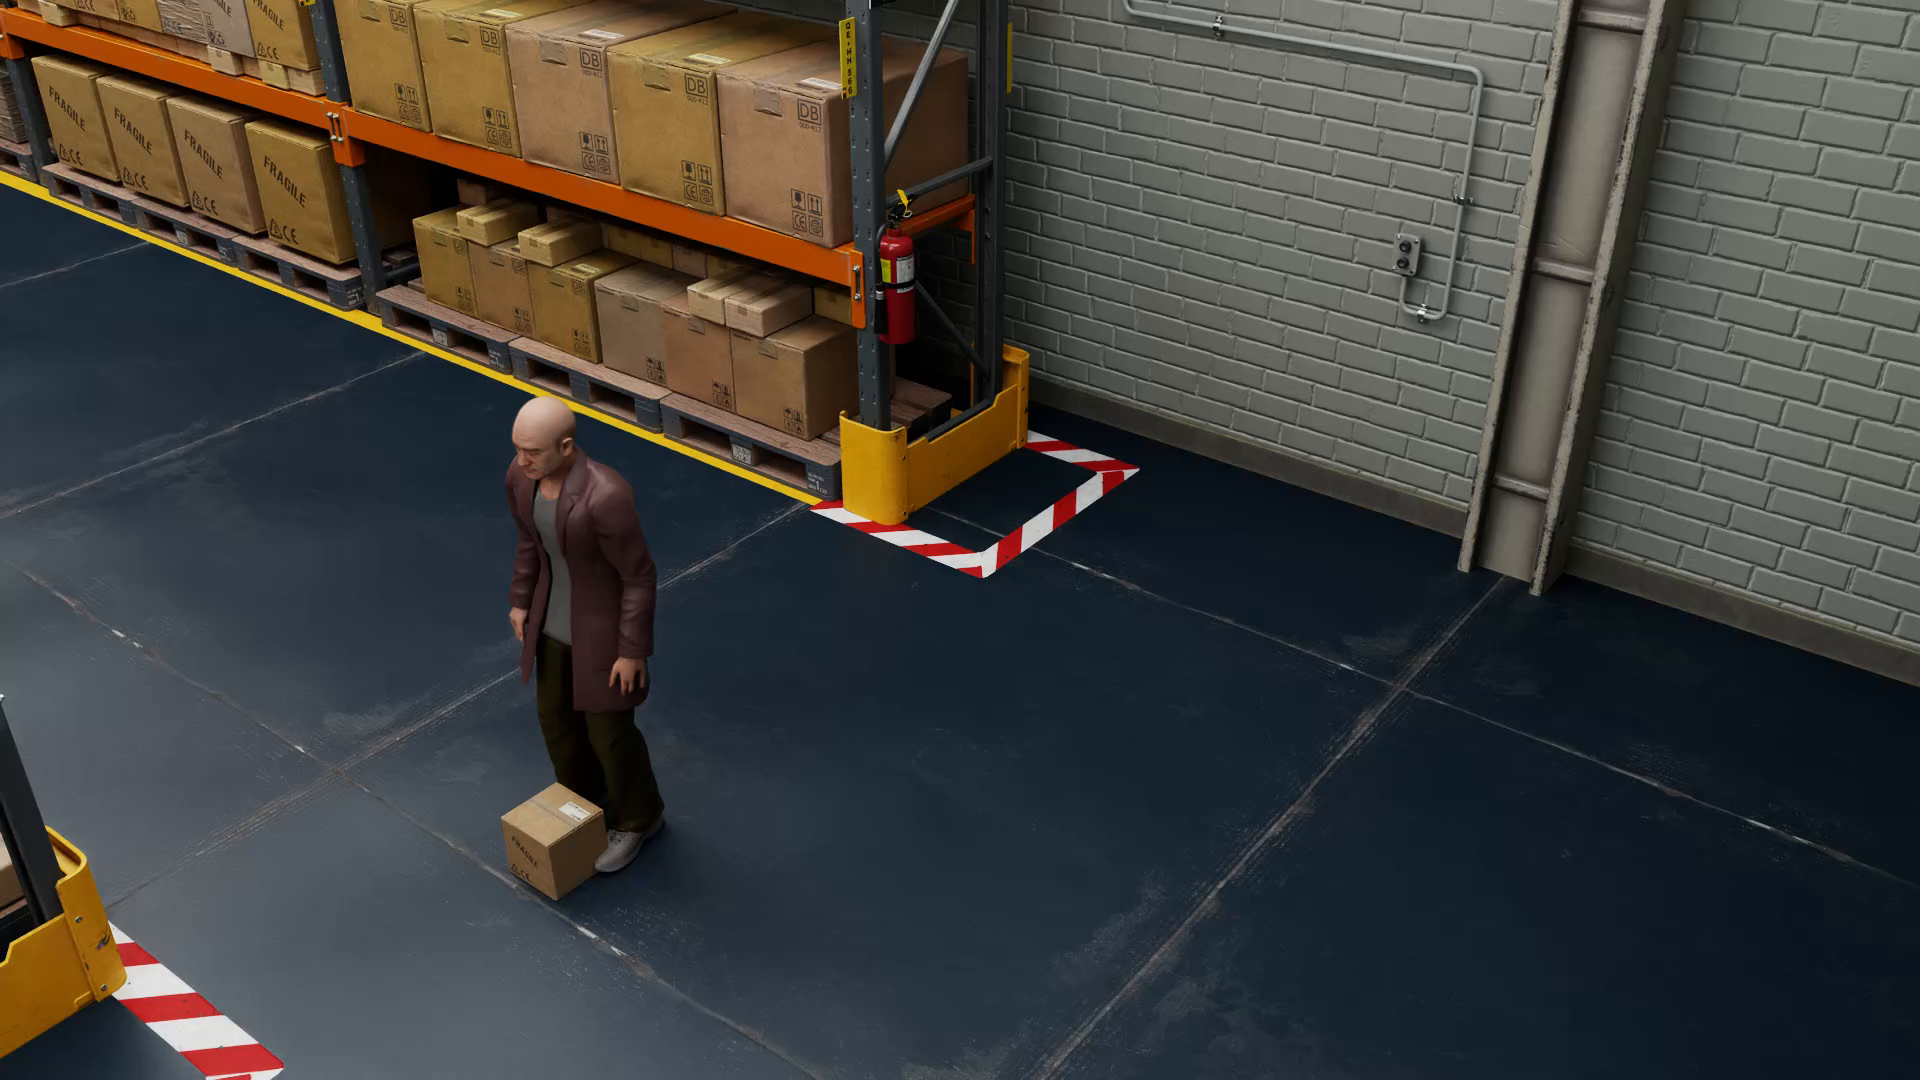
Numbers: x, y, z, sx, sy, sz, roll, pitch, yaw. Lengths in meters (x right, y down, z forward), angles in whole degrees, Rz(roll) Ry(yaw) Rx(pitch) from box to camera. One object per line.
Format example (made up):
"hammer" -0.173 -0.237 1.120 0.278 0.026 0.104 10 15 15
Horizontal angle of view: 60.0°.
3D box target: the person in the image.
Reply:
"person" -1.279 0.300 5.636 0.648 1.774 0.418 21 36 31
